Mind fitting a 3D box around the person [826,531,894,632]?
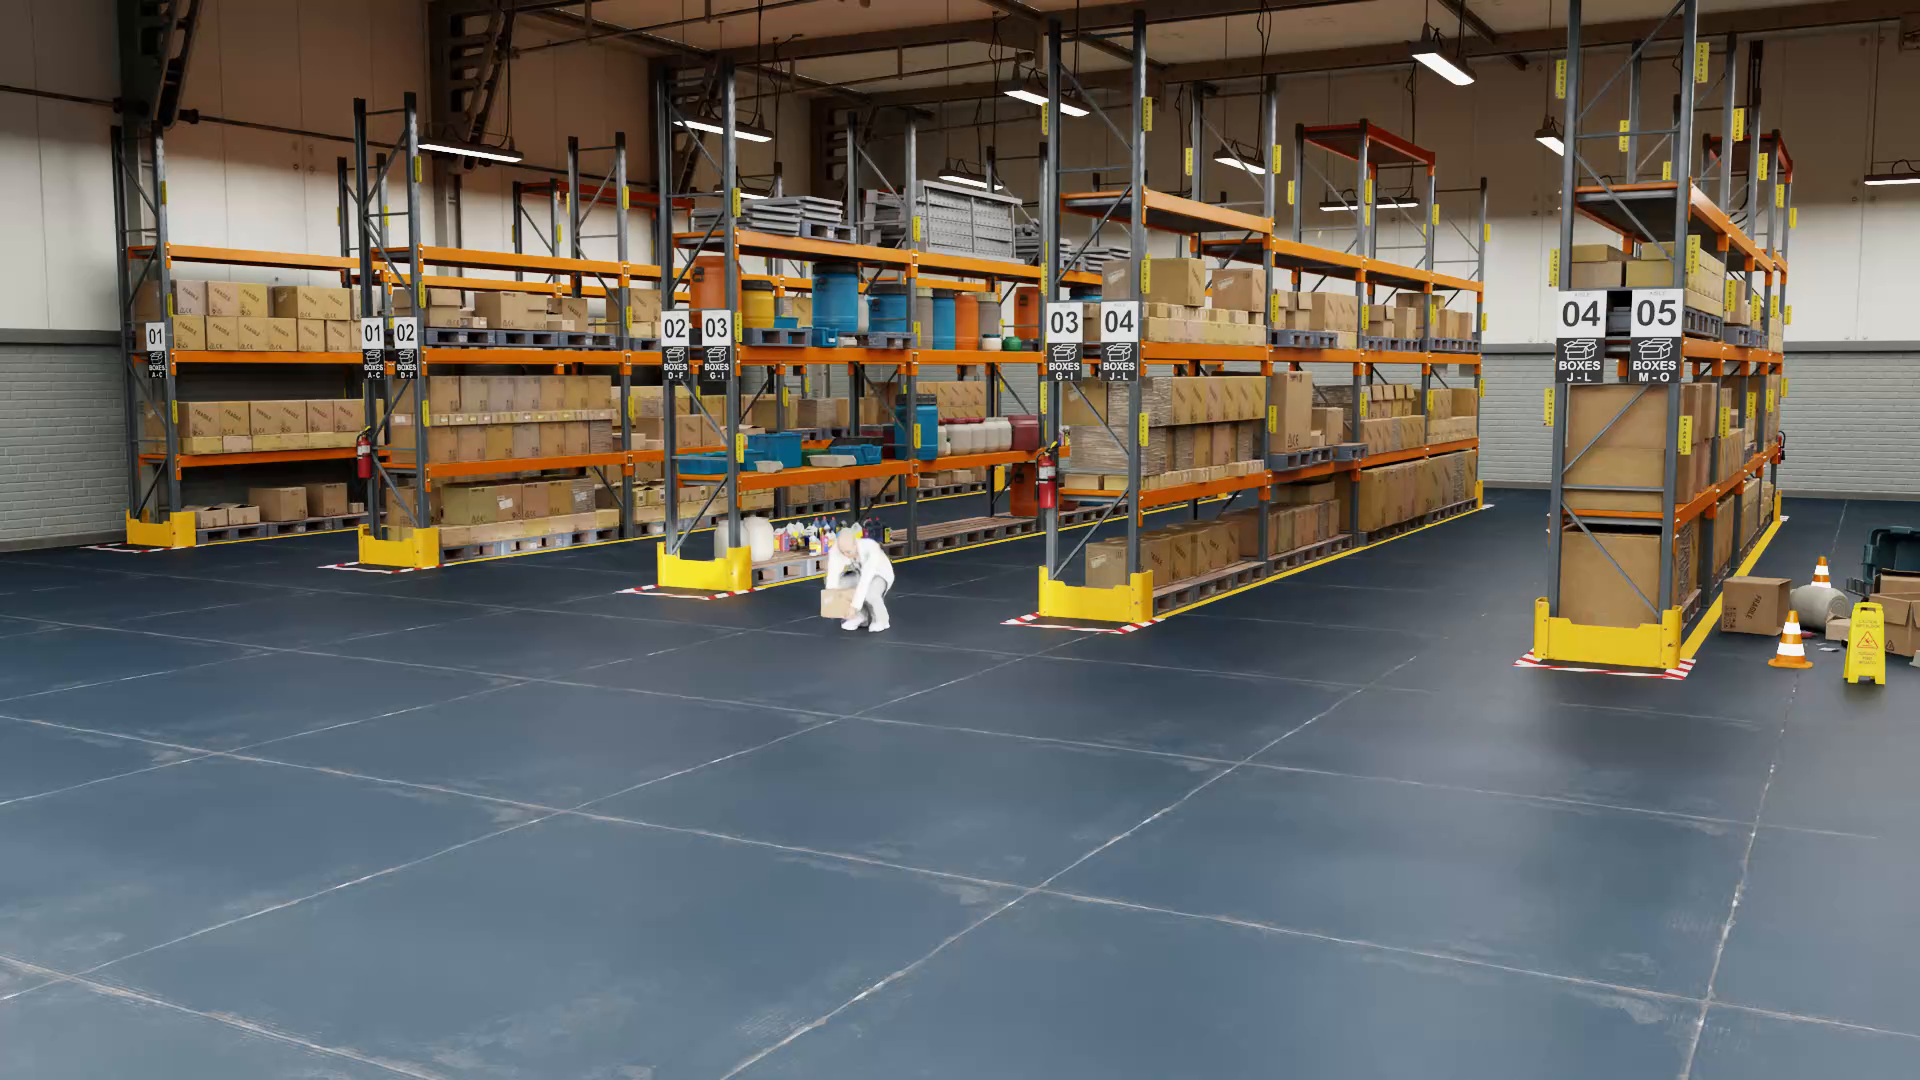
[{"bbox_3d":[-0.983,0.400,16.083,0.579,0.983,0.932,3,7,27],"label":"person"}]
